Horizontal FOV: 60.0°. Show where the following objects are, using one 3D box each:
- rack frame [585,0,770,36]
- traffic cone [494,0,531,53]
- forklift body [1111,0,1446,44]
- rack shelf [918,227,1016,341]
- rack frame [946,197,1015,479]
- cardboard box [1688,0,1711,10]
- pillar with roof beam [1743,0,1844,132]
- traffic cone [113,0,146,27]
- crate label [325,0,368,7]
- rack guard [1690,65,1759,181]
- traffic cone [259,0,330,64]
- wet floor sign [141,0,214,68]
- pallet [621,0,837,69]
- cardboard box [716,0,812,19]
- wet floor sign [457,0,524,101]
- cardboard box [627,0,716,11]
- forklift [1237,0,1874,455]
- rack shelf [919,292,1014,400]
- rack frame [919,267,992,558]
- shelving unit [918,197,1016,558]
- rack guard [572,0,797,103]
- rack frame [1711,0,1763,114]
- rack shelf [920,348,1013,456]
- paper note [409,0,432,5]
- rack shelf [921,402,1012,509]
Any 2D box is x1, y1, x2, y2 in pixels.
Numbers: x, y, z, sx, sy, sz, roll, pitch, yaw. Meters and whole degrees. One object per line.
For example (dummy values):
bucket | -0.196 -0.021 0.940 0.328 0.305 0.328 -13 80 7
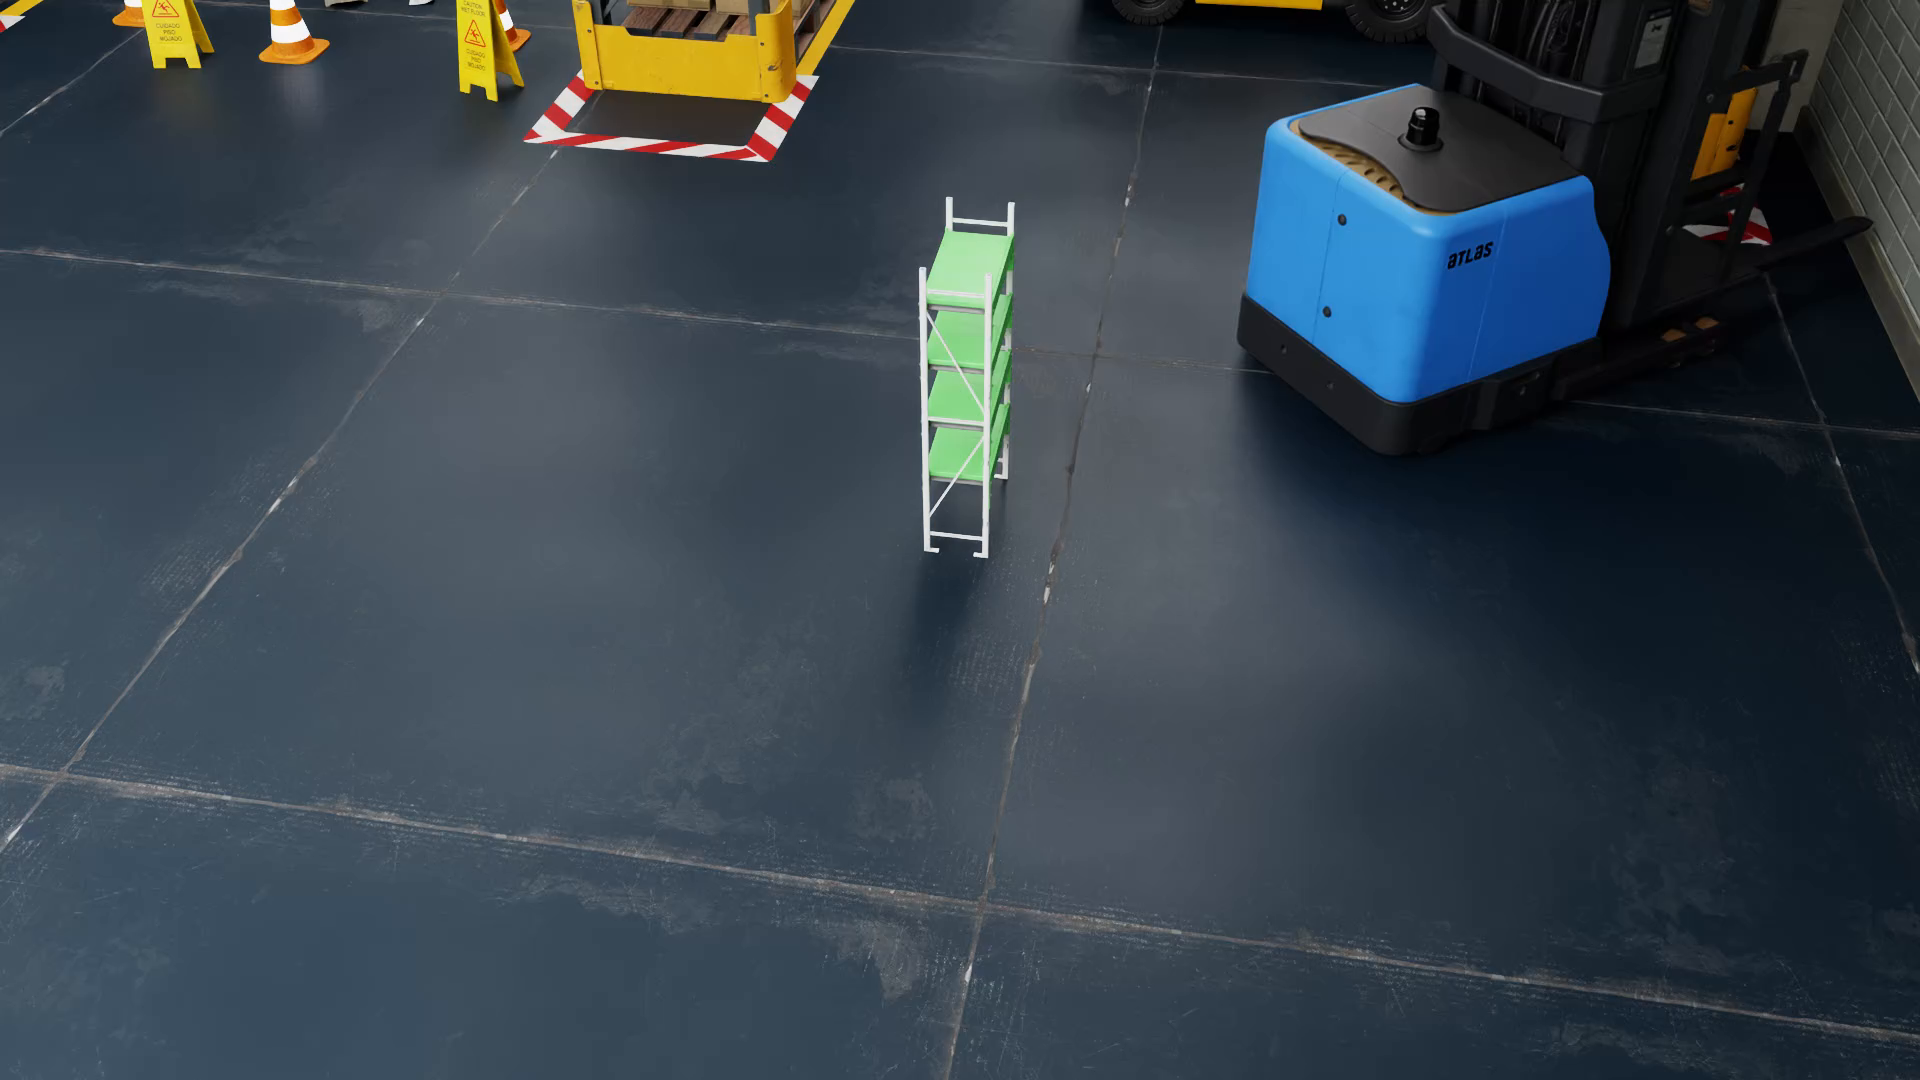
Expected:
rack frame | -1.528 -3.681 8.348 1.000 3.000 0.127 6 40 8
traffic cone | -2.724 -3.115 9.655 0.336 0.463 0.334 6 40 8
forklift body | 1.893 -4.200 9.642 2.313 2.155 1.214 6 40 8
rack shelf | 0.029 -0.887 5.728 0.258 0.148 0.480 6 40 8
rack frame | 0.071 -0.719 6.179 0.240 1.200 0.015 6 40 8
cardboard box | 3.631 -2.904 8.452 0.500 0.250 0.500 6 40 7
pillar with roof beam | 0.130 -6.260 6.760 9.100 9.000 0.400 6 40 8
traffic cone | -4.930 -3.362 9.954 0.336 0.463 0.334 6 40 8
crate label | -3.801 -3.399 10.254 0.250 0.136 0.298 -13 41 -15
rack guard | 3.358 -2.157 8.467 1.175 0.500 0.348 6 40 8
traffic cone | -3.876 -3.024 9.545 0.336 0.463 0.334 6 40 8
wet floor sign | -4.475 -3.019 9.396 0.267 0.644 0.232 0 40 0
pallet | -1.339 -3.160 9.906 1.003 0.211 1.213 6 40 8
cardboard box | -1.116 -3.259 9.666 0.500 0.250 0.500 6 40 7
wet floor sign | -2.615 -2.772 9.097 0.267 0.644 0.232 20 44 23
cardboard box | -1.649 -3.335 9.758 0.500 0.250 0.500 6 40 7
forklift | 2.736 -2.142 6.541 3.031 2.935 1.130 -20 43 -22
rack shelf | 0.029 -0.702 5.881 0.258 0.148 0.480 6 40 8
rack frame | -0.014 -0.413 5.808 0.240 1.200 0.015 6 40 8
shelving unit | 0.029 -0.566 5.993 0.258 1.200 0.503 6 40 8
rack guard | -1.515 -2.765 9.202 1.175 0.500 0.348 6 40 8
rack frame | 3.362 -3.136 7.689 1.000 3.000 0.127 6 40 8
rack shelf | 0.029 -0.517 6.034 0.258 0.148 0.480 6 40 8
paper note | -3.325 -3.349 10.277 0.148 0.019 0.142 -6 40 -8
rack shelf | 0.029 -0.332 6.187 0.258 0.148 0.480 6 40 8
